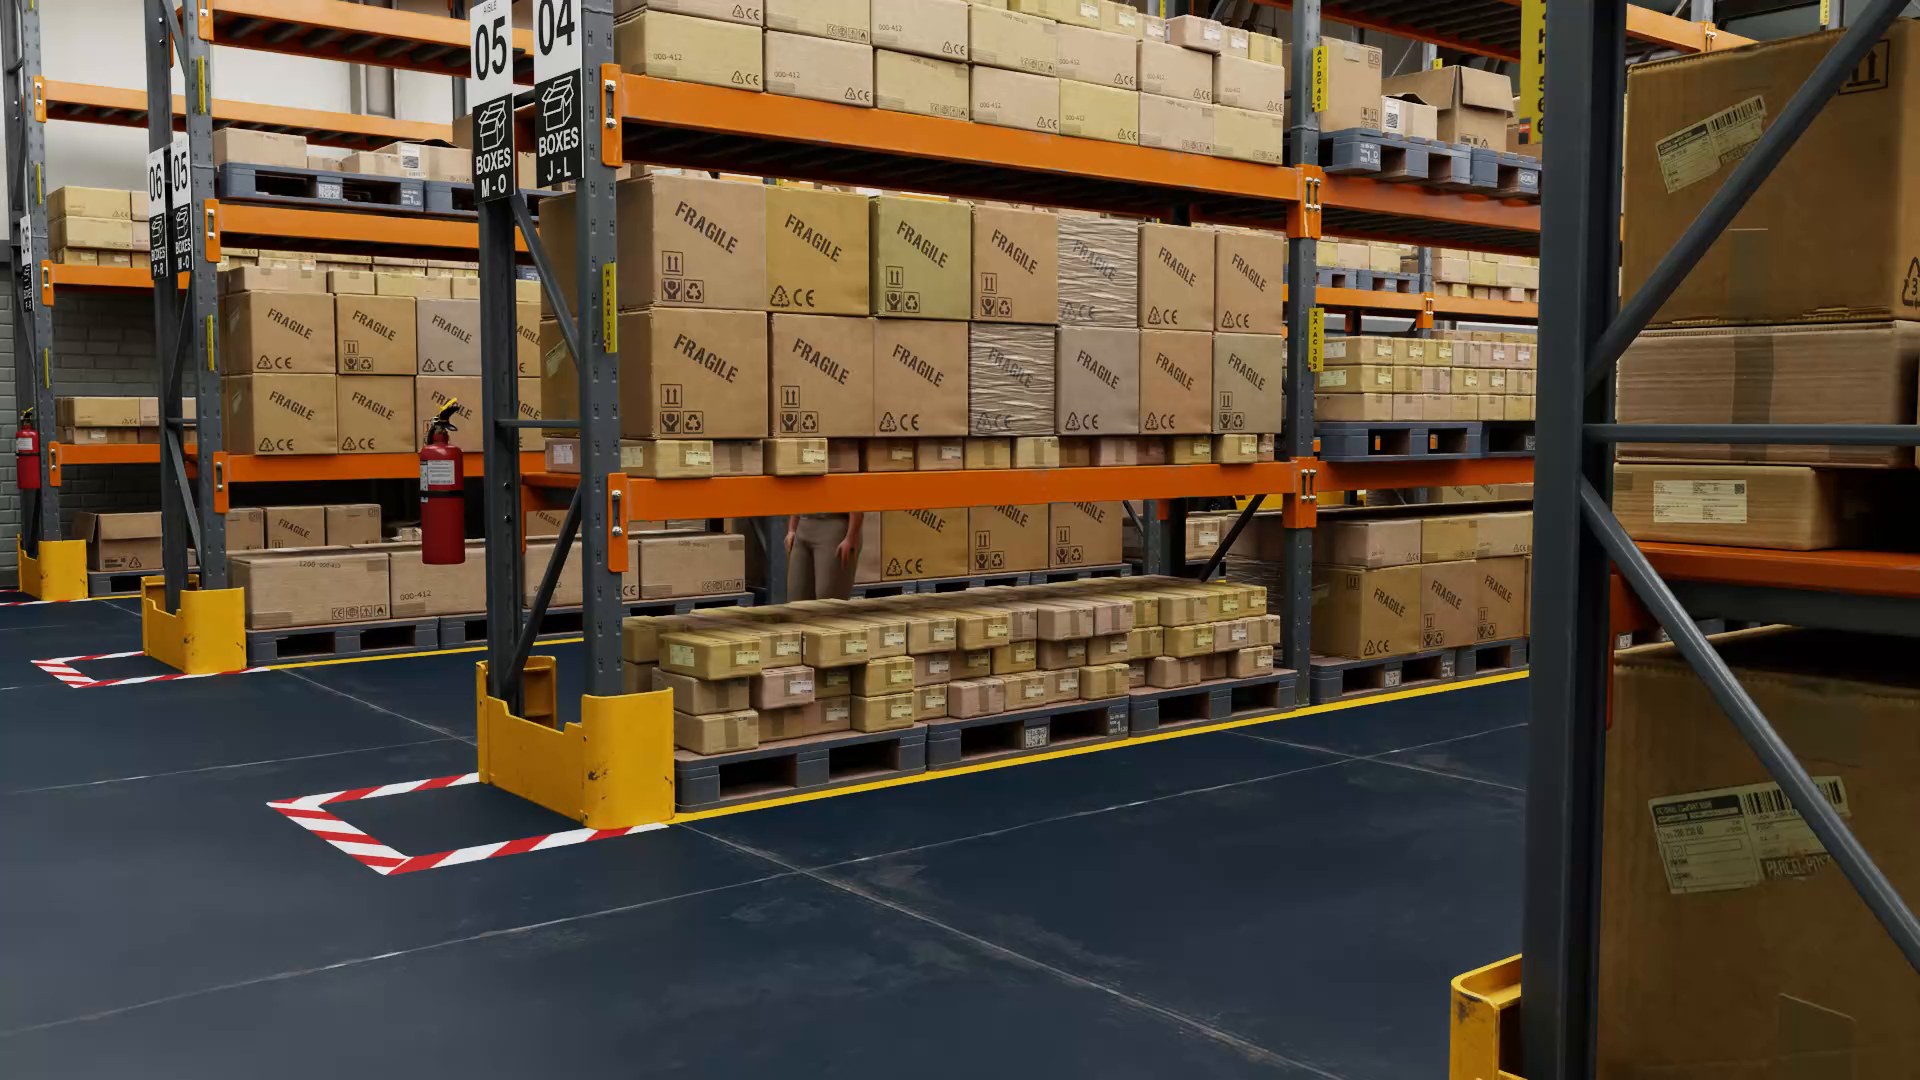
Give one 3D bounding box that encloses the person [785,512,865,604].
[{"bbox_3d":[-0.762,-0.009,9.205,0.392,1.725,0.591,-4,6,-42],"label":"person"}]
